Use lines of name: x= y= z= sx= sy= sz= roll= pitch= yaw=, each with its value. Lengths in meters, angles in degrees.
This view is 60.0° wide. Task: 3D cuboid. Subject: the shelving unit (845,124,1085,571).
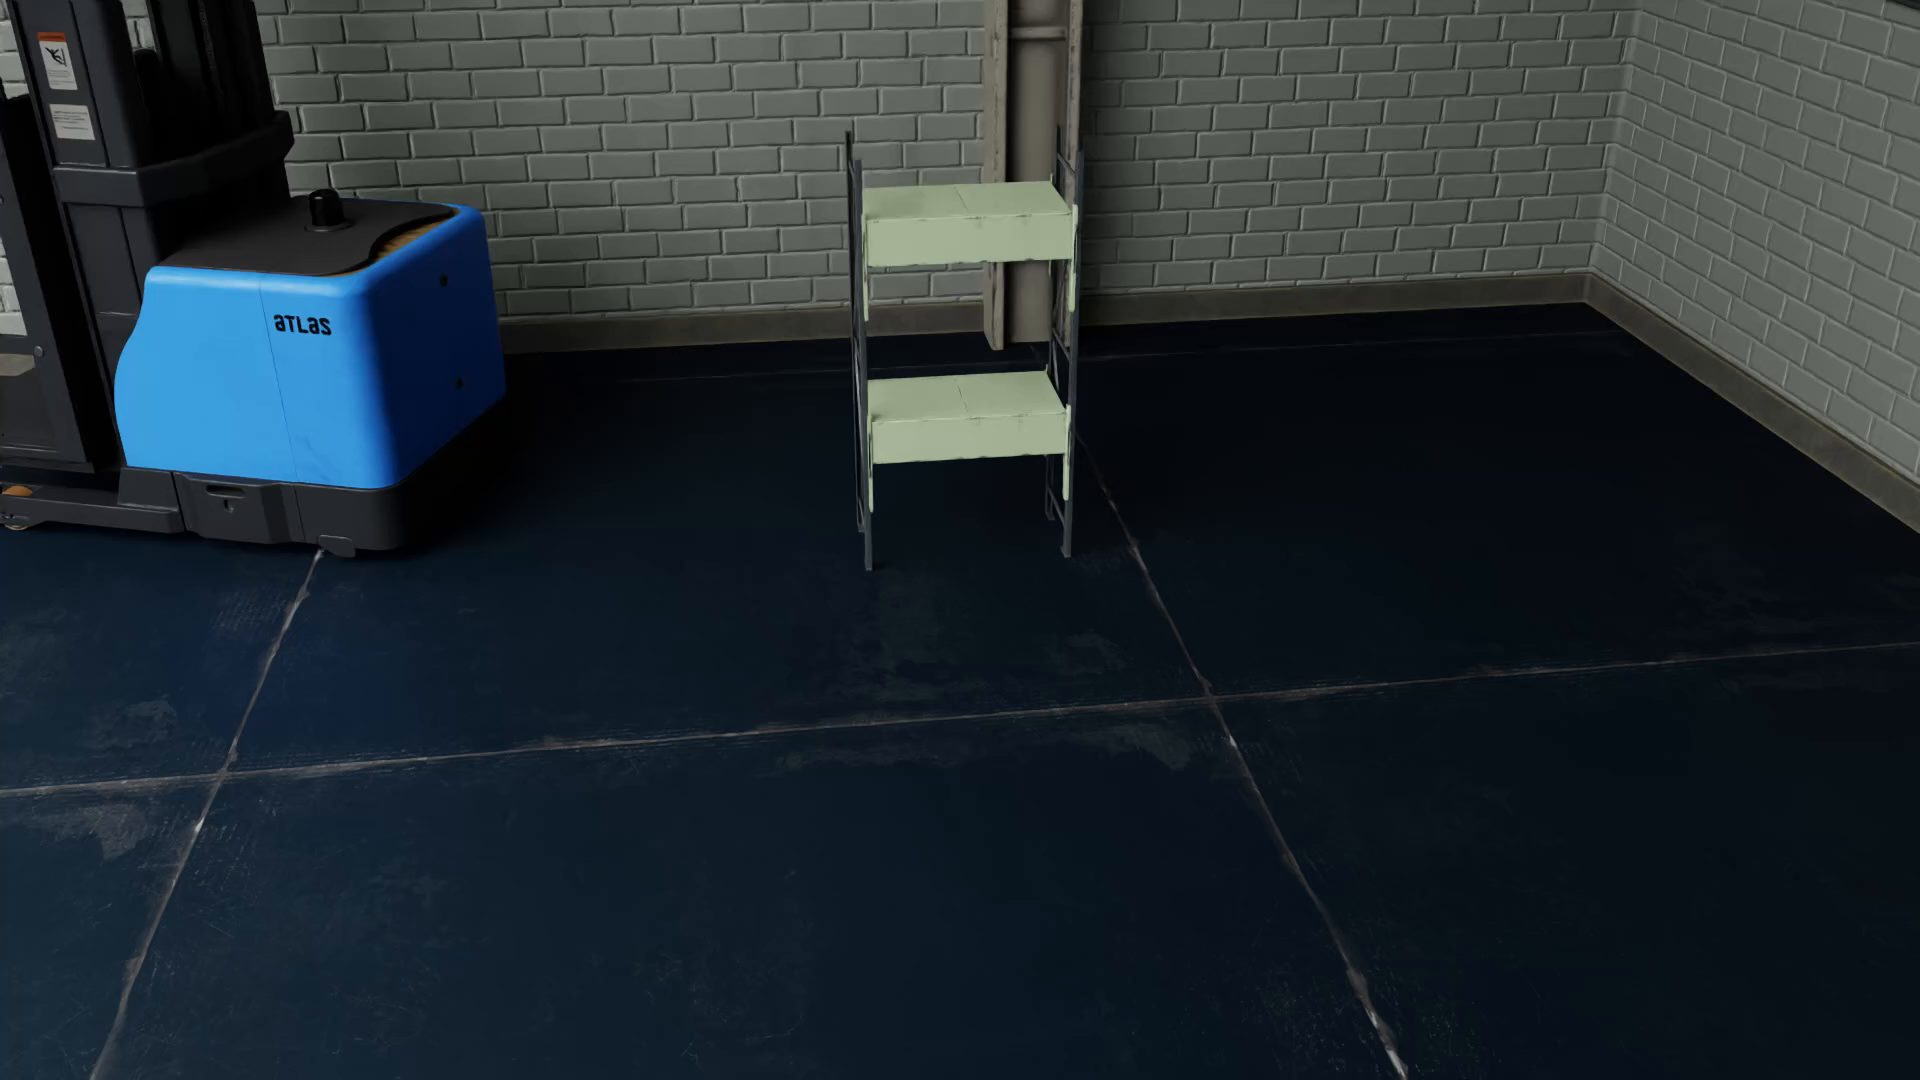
shelving unit: x=0.007 y=-0.668 z=5.908 sx=0.755 sy=1.500 sz=0.431 roll=-4 pitch=27 yaw=-7

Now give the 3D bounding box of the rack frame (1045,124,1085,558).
rack frame: x=0.369 y=-0.691 z=5.954 sx=0.023 sy=1.500 sz=0.400 roll=-4 pitch=27 yaw=-7

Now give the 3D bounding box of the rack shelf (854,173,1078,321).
rack shelf: x=0.007 y=-1.015 z=5.730 sx=0.720 sy=0.370 sz=0.431 roll=-4 pitch=27 yaw=-7

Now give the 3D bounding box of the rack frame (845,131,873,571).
rack frame: x=-0.356 y=-0.644 z=5.863 sx=0.023 sy=1.500 sz=0.400 roll=-4 pitch=27 yaw=-7

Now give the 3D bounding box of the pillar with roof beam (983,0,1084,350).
pillar with roof beam: x=0.931 y=-3.056 z=2.349 sx=0.400 sy=9.000 sz=9.100 roll=-4 pitch=27 yaw=-7

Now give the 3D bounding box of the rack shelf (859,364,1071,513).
rack shelf: x=0.007 y=-0.378 z=6.057 sx=0.720 sy=0.370 sz=0.431 roll=-4 pitch=27 yaw=-7

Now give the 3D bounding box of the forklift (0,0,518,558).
forklift: x=-3.389 y=-1.569 z=6.097 sx=3.031 sy=2.935 sz=1.130 roll=5 pitch=28 yaw=11
